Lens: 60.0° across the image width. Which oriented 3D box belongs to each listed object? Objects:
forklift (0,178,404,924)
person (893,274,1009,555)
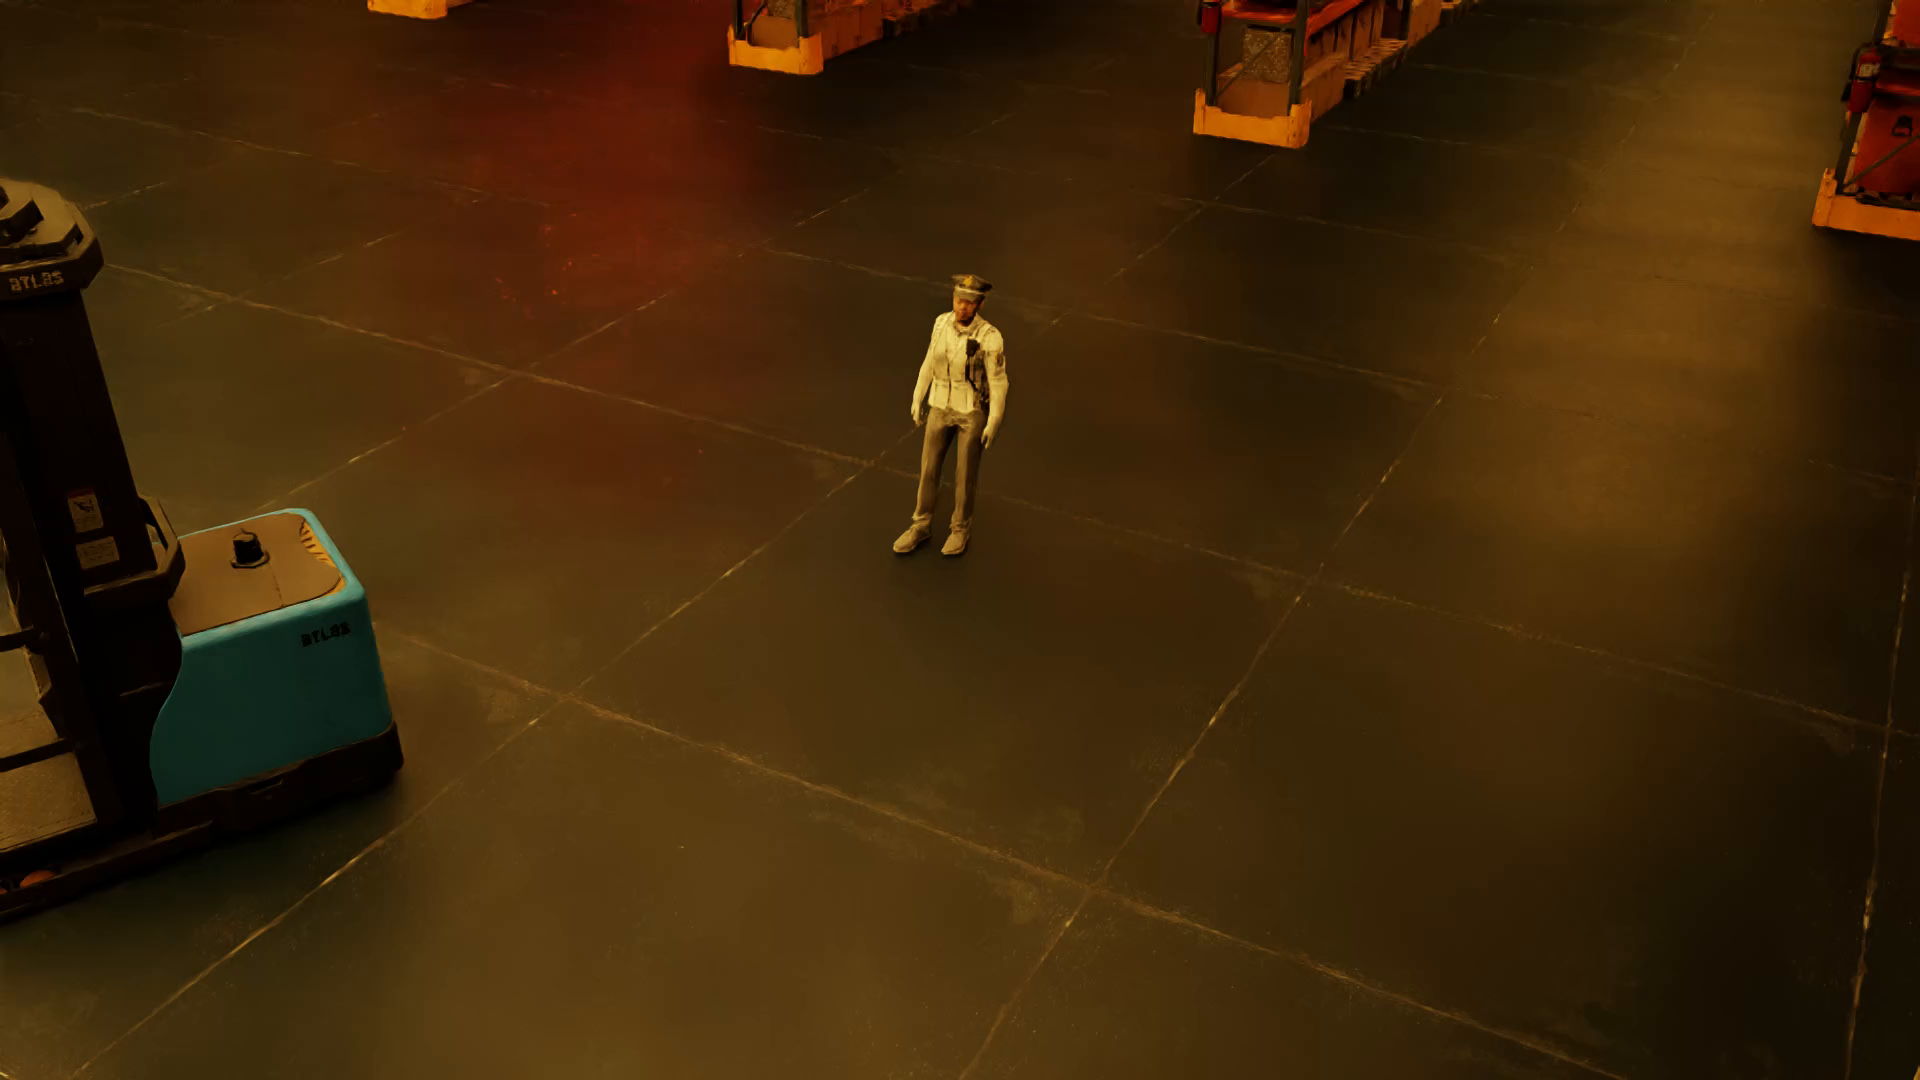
[{"bbox_3d":[-4.189,0.086,6.922,3.031,2.935,1.130,-18,35,-28],"label":"forklift"},{"bbox_3d":[-0.039,-0.712,9.527,0.586,1.695,0.532,15,33,25],"label":"person"}]
